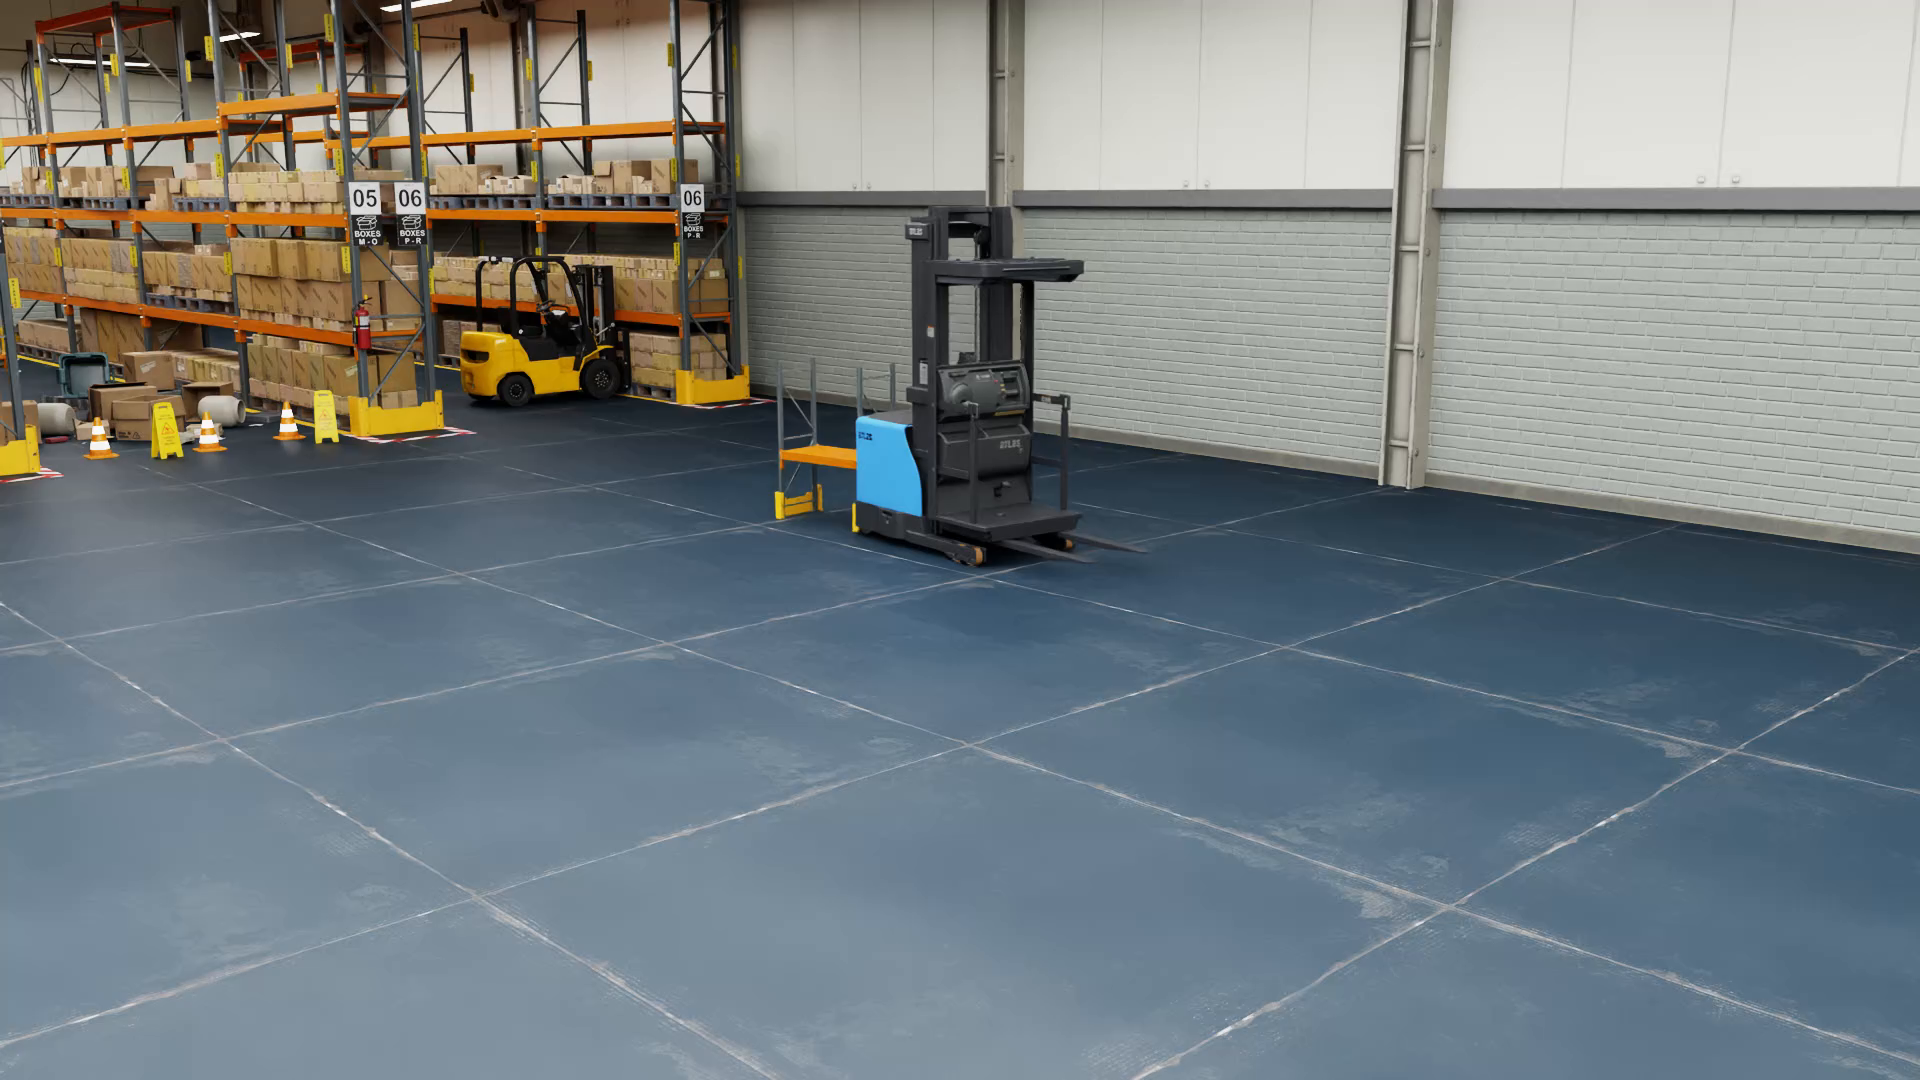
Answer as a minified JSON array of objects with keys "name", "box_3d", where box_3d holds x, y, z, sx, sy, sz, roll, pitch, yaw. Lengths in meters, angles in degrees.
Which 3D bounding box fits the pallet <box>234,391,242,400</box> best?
[{"name":"pallet","box_3d":[-10.629,-2.218,25.156,1.003,0.211,1.213,-11,16,-43]}]

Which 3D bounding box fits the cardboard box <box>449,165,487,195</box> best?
[{"name":"cardboard box","box_3d":[-8.521,-6.320,29.184,0.700,0.500,0.500,-11,16,-44]}]

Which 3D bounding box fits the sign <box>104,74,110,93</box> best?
[{"name":"sign","box_3d":[-15.231,-8.150,29.659,0.100,0.325,0.005,-11,16,-43]}]

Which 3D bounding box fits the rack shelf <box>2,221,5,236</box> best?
[{"name":"rack shelf","box_3d":[-12.220,-3.591,19.257,1.077,0.370,4.000,-11,16,-43]}]

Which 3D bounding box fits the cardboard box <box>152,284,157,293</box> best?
[{"name":"cardboard box","box_3d":[-12.763,-4.064,26.784,0.250,0.149,0.380,11,16,42]}]

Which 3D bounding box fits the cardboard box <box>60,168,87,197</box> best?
[{"name":"cardboard box","box_3d":[-15.216,-6.193,28.815,0.500,0.500,0.500,-11,16,-44]}]

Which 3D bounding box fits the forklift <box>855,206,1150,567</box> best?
[{"name":"forklift","box_3d":[0.341,-1.324,14.074,1.130,2.935,3.031,-9,15,-37]}]

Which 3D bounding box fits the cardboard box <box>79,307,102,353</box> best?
[{"name":"cardboard box","box_3d":[-15.129,-3.724,29.778,0.875,0.875,0.875,-10,15,-41]}]

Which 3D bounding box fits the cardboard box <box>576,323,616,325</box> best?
[{"name":"cardboard box","box_3d":[-6.024,-3.467,27.600,0.500,0.250,0.500,-10,16,-41]}]

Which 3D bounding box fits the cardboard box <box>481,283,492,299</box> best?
[{"name":"cardboard box","box_3d":[-8.074,-4.350,28.964,0.500,0.250,0.500,-10,15,-41]}]

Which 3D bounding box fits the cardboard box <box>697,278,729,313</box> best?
[{"name":"cardboard box","box_3d":[-3.882,-3.739,25.379,0.500,0.500,0.500,-10,15,-41]}]

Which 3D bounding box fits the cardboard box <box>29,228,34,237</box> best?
[{"name":"cardboard box","box_3d":[-17.076,-5.724,30.929,0.380,0.149,0.250,-11,16,-43]}]

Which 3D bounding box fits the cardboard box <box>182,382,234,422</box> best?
[{"name":"cardboard box","box_3d":[-10.335,-1.902,22.896,0.500,0.500,0.500,-1,12,-4]}]

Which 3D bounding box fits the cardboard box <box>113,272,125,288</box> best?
[{"name":"cardboard box","box_3d":[-13.728,-4.335,27.654,0.500,0.250,0.500,11,16,44]}]

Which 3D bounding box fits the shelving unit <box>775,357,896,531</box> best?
[{"name":"shelving unit","box_3d":[-1.171,-0.925,15.686,1.083,1.500,0.587,9,15,38]}]

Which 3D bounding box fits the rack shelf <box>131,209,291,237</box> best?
[{"name":"rack shelf","box_3d":[-11.472,-4.879,25.510,1.077,0.370,4.000,-11,16,-43]}]

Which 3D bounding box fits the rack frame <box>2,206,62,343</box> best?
[{"name":"rack frame","box_3d":[-18.378,-5.222,32.824,1.000,3.000,0.127,-11,16,-43]}]

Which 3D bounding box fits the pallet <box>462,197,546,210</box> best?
[{"name":"pallet","box_3d":[-7.958,-5.874,29.023,1.003,0.211,1.213,-10,15,-40]}]

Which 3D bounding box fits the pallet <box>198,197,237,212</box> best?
[{"name":"pallet","box_3d":[-10.440,-4.953,24.549,1.213,0.211,1.003,-11,16,-43]}]

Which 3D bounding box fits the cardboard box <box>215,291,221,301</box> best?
[{"name":"cardboard box","box_3d":[-10.815,-3.631,24.683,0.250,0.149,0.380,11,16,43]}]

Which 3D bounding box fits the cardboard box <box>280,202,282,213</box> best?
[{"name":"cardboard box","box_3d":[-8.987,-4.512,22.565,0.380,0.149,0.250,-11,16,-42]}]

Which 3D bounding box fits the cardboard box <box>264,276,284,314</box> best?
[{"name":"cardboard box","box_3d":[-9.288,-3.417,23.079,0.500,0.500,0.500,-11,16,-43]}]

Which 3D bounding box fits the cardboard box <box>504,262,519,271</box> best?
[{"name":"cardboard box","box_3d":[-7.500,-4.647,28.176,0.250,0.149,0.380,11,16,43]}]

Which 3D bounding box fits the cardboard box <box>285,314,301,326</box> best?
[{"name":"cardboard box","box_3d":[-9.034,-3.036,22.837,0.380,0.149,0.250,-11,16,-43]}]

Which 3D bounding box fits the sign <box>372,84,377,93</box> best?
[{"name":"sign","box_3d":[-11.631,-8.882,33.015,0.100,0.325,0.005,-11,16,-43]}]

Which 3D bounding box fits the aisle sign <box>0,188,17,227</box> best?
[{"name":"aisle sign","box_3d":[-18.637,-6.465,32.417,0.394,0.787,0.004,-11,16,-43]}]

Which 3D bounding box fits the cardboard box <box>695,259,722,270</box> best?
[{"name":"cardboard box","box_3d":[-3.818,-4.170,25.127,0.380,0.149,0.250,-11,16,-44]}]

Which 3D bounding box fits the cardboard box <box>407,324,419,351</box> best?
[{"name":"cardboard box","box_3d":[-10.051,-3.834,31.243,0.500,0.500,0.500,-11,16,-43]}]

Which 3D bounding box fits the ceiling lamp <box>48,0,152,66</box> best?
[{"name":"ceiling lamp","box_3d":[-18.325,-11.778,35.314,2.000,3.185,0.800,-11,16,-43]}]

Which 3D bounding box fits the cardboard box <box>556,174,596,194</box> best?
[{"name":"cardboard box","box_3d":[-6.105,-5.688,26.583,0.500,0.311,0.500,-10,16,-41]}]

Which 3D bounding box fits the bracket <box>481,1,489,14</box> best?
[{"name":"bracket","box_3d":[-8.257,-9.394,29.289,0.235,0.232,0.430,-11,16,-43]}]

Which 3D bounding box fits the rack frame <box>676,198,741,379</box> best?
[{"name":"rack frame","box_3d":[-3.741,-3.579,24.850,1.000,3.000,0.127,-11,16,-43]}]

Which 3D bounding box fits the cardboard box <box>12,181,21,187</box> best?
[{"name":"cardboard box","box_3d":[-18.002,-6.819,32.226,0.500,0.250,0.500,10,15,40]}]

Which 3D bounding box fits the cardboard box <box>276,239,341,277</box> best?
[{"name":"cardboard box","box_3d":[-8.854,-3.843,22.666,0.700,0.500,0.500,-11,16,-43]}]

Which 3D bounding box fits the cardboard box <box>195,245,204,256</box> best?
[{"name":"cardboard box","box_3d":[-11.264,-4.360,25.008,0.250,0.149,0.380,11,16,43]}]

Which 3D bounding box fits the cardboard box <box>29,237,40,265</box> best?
[{"name":"cardboard box","box_3d":[-16.844,-5.355,30.746,0.500,0.500,0.500,-11,16,-42]}]

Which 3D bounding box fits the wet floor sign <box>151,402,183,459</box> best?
[{"name":"wet floor sign","box_3d":[-9.387,-1.301,19.627,0.232,0.644,0.267,8,14,35]}]

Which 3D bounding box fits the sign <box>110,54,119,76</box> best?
[{"name":"sign","box_3d":[-13.252,-7.450,26.064,0.100,0.325,0.005,-11,16,-43]}]

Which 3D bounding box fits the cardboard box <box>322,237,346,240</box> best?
[{"name":"cardboard box","box_3d":[-12.864,-6.024,34.495,0.500,0.500,0.500,11,16,44]}]

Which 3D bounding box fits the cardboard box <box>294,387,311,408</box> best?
[{"name":"cardboard box","box_3d":[-8.799,-1.979,22.855,0.500,0.250,0.500,11,16,43]}]

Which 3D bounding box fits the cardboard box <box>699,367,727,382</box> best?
[{"name":"cardboard box","box_3d":[-3.939,-2.537,25.565,0.500,0.250,0.500,-11,16,-42]}]

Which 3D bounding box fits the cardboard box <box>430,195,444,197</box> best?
[{"name":"cardboard box","box_3d":[-9.796,-6.183,30.429,0.500,0.250,0.500,11,16,43]}]

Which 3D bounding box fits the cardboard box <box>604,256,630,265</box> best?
[{"name":"cardboard box","box_3d":[-5.366,-4.377,26.128,0.380,0.149,0.250,-11,16,-42]}]

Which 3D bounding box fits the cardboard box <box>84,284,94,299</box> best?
[{"name":"cardboard box","box_3d":[-14.802,-4.311,28.776,0.500,0.250,0.500,-11,16,-43]}]

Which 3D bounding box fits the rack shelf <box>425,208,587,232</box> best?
[{"name":"rack shelf","box_3d":[-7.884,-5.572,28.870,1.077,0.370,4.000,-11,16,-43]}]

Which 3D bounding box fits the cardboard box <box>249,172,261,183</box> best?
[{"name":"cardboard box","box_3d":[-9.571,-5.000,22.960,0.380,0.149,0.250,-11,16,-43]}]

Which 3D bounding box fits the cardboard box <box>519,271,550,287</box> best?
[{"name":"cardboard box","box_3d":[-7.027,-4.370,27.823,0.500,0.250,0.500,-11,16,-44]}]

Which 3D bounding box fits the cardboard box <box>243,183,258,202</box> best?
[{"name":"cardboard box","box_3d":[-9.622,-4.836,23.150,0.500,0.250,0.500,-11,16,-43]}]

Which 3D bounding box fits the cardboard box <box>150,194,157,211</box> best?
[{"name":"cardboard box","box_3d":[-12.582,-5.351,26.349,0.396,0.266,0.258,-11,16,-43]}]

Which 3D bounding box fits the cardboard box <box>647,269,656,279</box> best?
[{"name":"cardboard box","box_3d":[-4.516,-4.037,25.217,0.380,0.149,0.250,-11,16,-42]}]

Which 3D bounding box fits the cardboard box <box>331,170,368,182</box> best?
[{"name":"cardboard box","box_3d":[-7.775,-4.632,21.172,0.380,0.149,0.250,-11,16,-42]}]

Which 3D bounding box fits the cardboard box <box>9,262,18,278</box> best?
[{"name":"cardboard box","box_3d":[-17.884,-5.091,31.940,0.500,0.500,0.500,-11,16,-43]}]

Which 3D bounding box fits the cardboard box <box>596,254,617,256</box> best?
[{"name":"cardboard box","box_3d":[-5.728,-4.592,27.172,0.380,0.149,0.250,-11,16,-43]}]

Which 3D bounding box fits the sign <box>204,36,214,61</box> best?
[{"name":"sign","box_3d":[-10.488,-6.866,23.229,0.100,0.325,0.005,-11,16,-43]}]

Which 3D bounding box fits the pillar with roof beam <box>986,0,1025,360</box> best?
[{"name":"pillar with roof beam","box_3d":[-2.540,-5.269,18.186,9.100,9.000,0.400,-11,16,-43]}]
